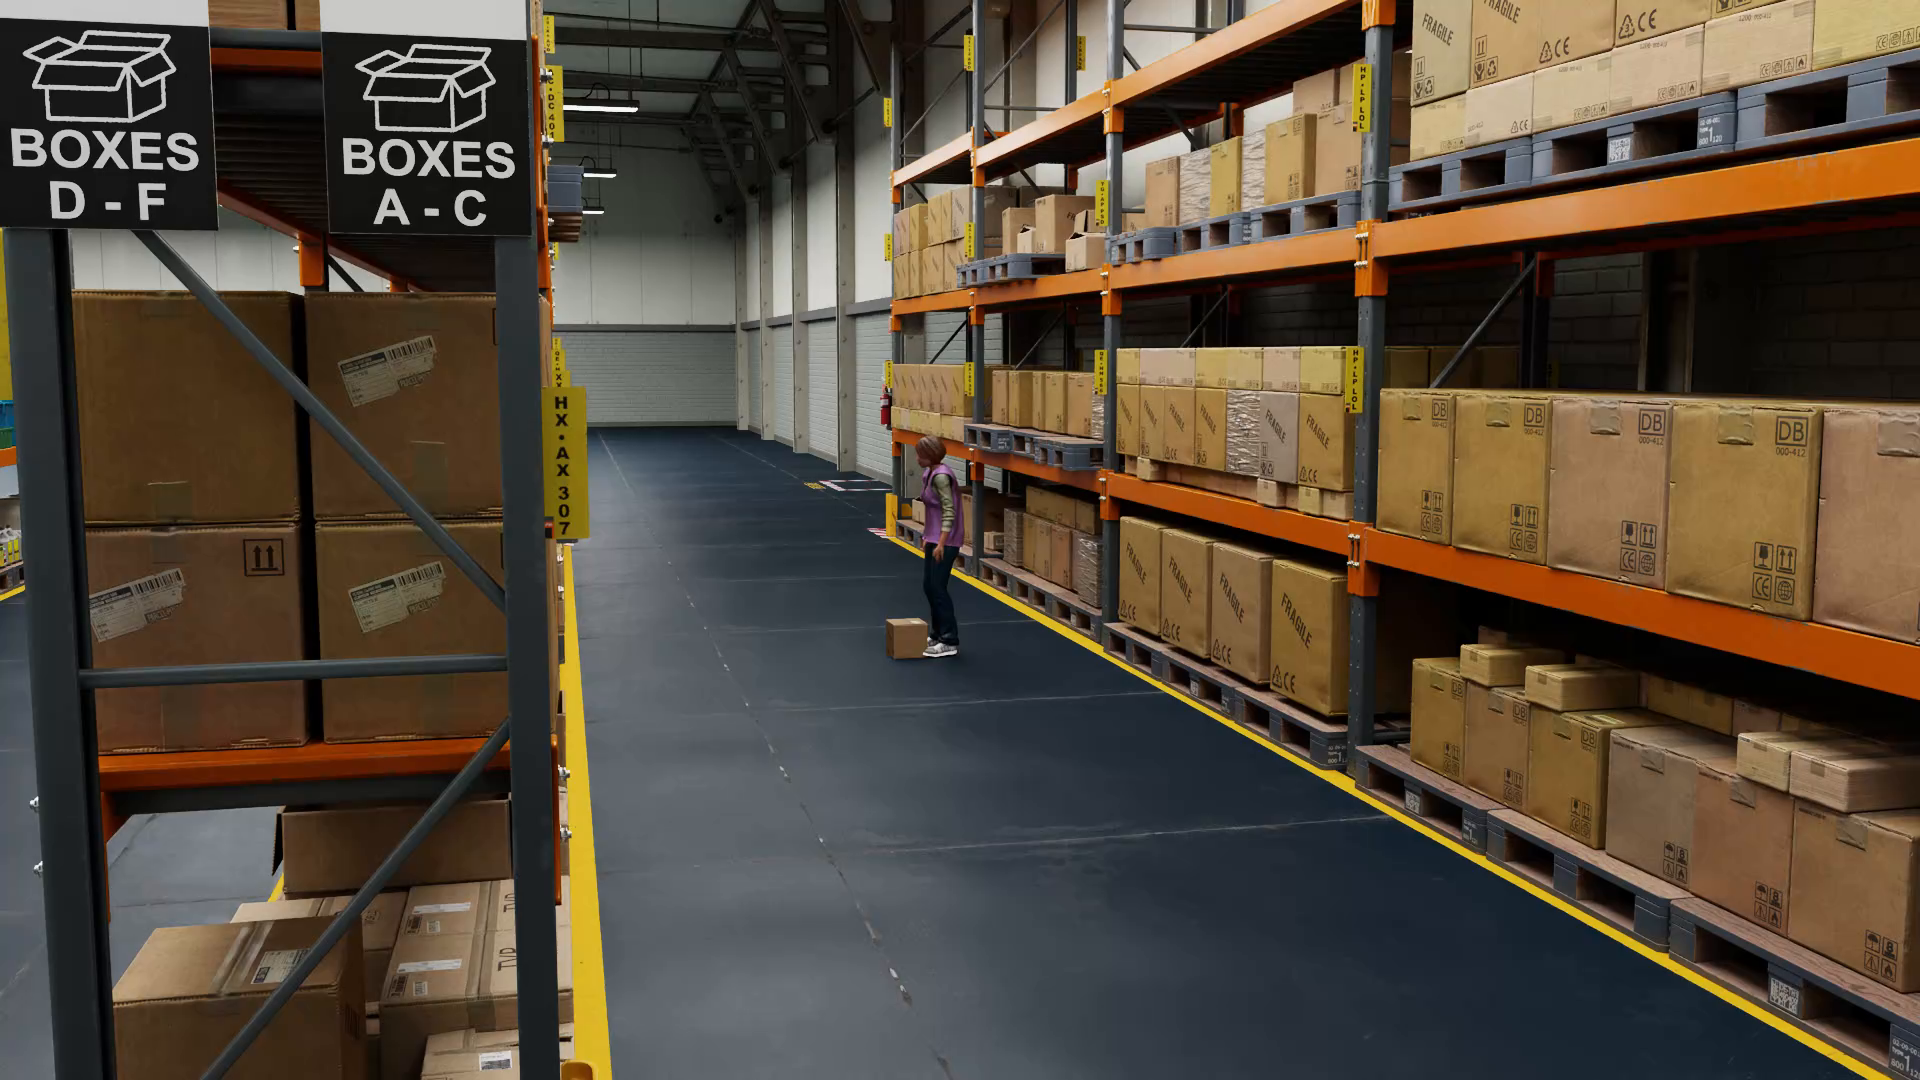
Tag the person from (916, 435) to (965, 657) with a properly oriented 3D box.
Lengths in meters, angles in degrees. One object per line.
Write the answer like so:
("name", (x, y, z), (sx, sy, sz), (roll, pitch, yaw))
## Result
("person", (-0.154, 0.038, 12.035), (0.344, 1.593, 0.463), (-2, 7, -14))
